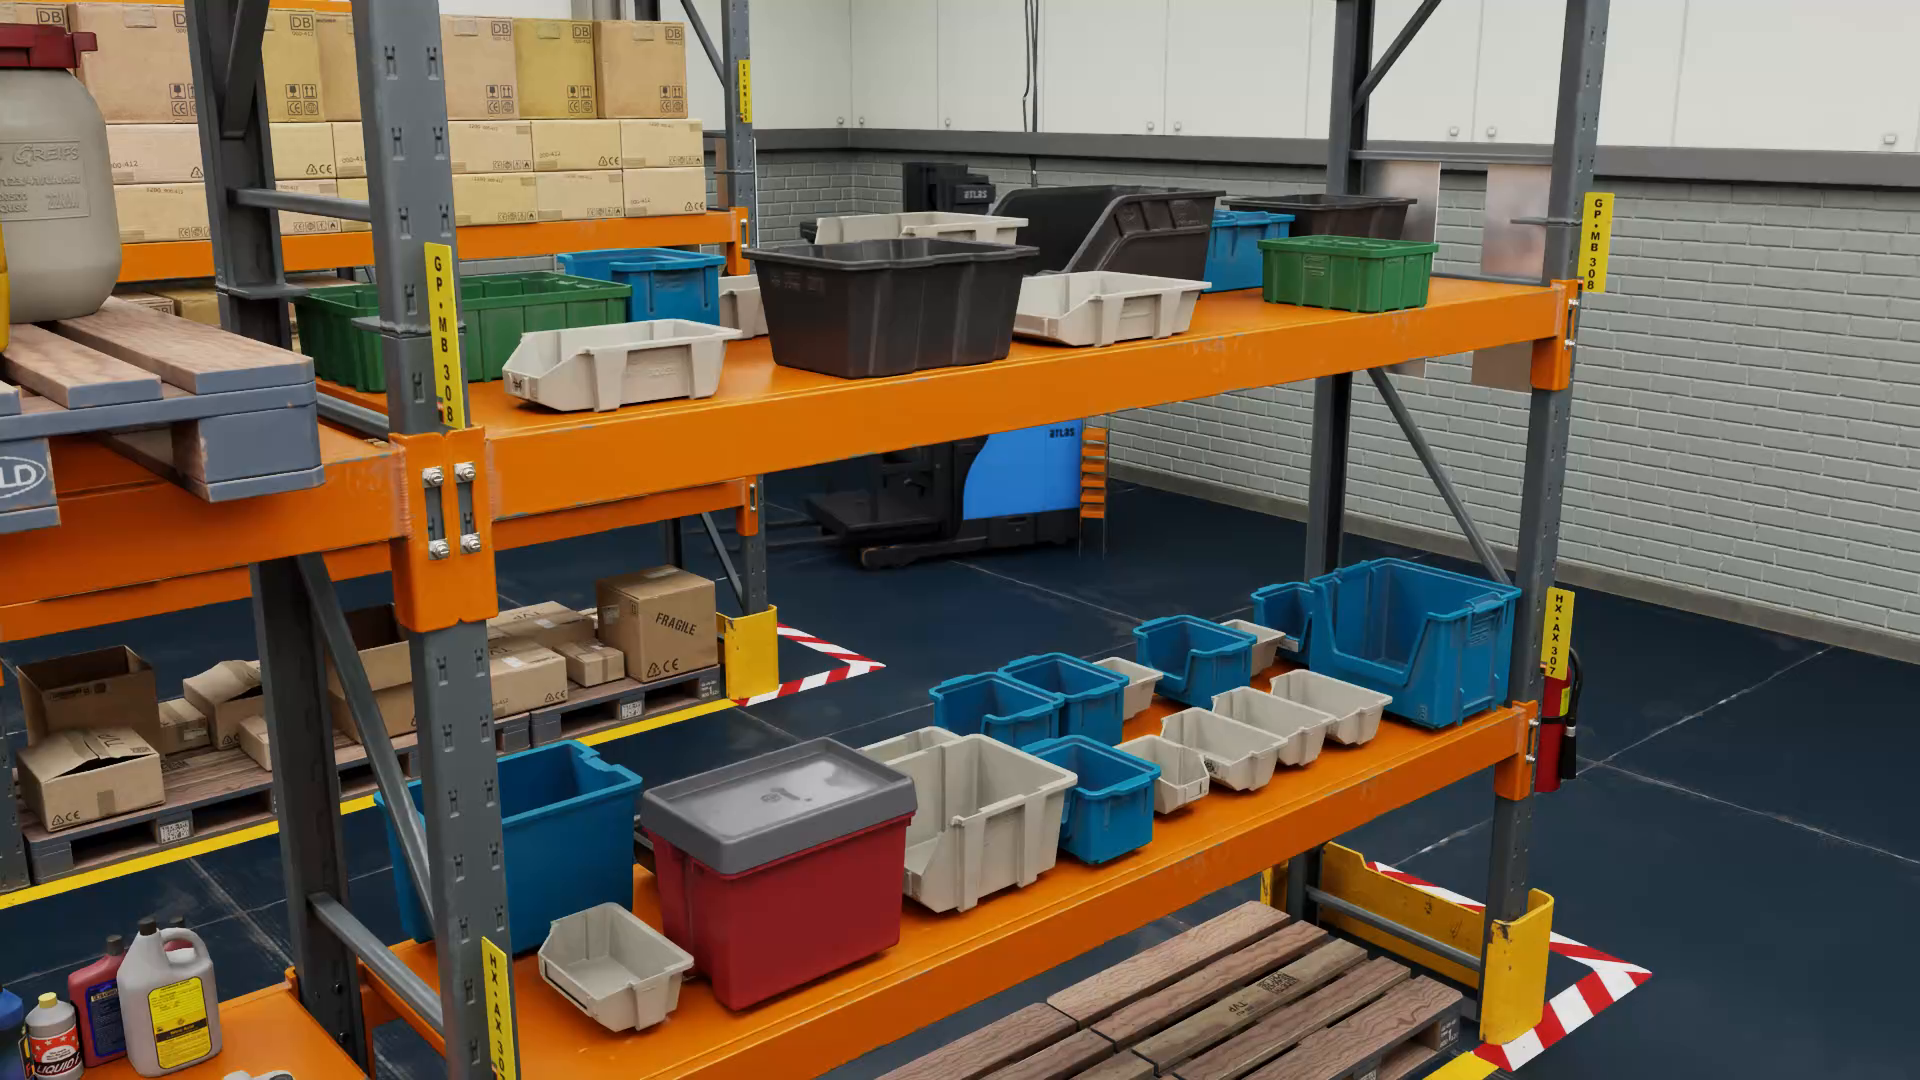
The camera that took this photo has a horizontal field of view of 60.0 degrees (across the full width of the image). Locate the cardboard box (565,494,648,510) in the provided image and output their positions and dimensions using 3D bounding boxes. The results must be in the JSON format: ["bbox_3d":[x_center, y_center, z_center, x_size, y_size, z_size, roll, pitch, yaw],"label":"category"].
[{"bbox_3d":[-2.059,-0.491,9.080,0.500,0.500,0.500,-12,19,-39],"label":"cardboard box"}]

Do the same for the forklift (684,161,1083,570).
[{"bbox_3d":[-0.594,-1.343,12.599,3.031,2.935,1.130,-6,16,-23],"label":"forklift"}]

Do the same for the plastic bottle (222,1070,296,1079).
[{"bbox_3d":[-1.364,1.173,3.288,0.135,0.276,0.152,-13,19,-39],"label":"plastic bottle"}]

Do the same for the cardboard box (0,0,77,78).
[{"bbox_3d":[-4.186,-2.052,7.177,0.500,0.500,0.700,-13,19,-39],"label":"cardboard box"}]

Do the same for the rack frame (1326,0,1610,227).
[{"bbox_3d":[1.738,-2.593,5.520,0.127,3.000,1.000,-13,19,-39],"label":"rack frame"}]

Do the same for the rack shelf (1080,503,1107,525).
[{"bbox_3d":[1.029,-0.200,12.777,0.180,0.103,0.258,3,15,10],"label":"rack shelf"}]

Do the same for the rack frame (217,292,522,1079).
[{"bbox_3d":[-1.279,0.983,3.758,0.127,3.000,1.000,-13,19,-39],"label":"rack frame"}]

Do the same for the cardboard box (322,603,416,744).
[{"bbox_3d":[-3.114,0.692,8.831,0.637,0.503,0.797,-13,19,-39],"label":"cardboard box"}]

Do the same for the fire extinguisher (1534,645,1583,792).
[{"bbox_3d":[2.150,0.586,6.117,0.183,0.674,0.296,-13,19,-39],"label":"fire extinguisher"}]

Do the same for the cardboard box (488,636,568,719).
[{"bbox_3d":[-2.495,0.751,9.100,0.500,0.250,0.500,-13,19,-39],"label":"cardboard box"}]

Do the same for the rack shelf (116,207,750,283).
[{"bbox_3d":[-3.019,-1.422,8.344,4.000,0.370,1.077,-13,19,-39],"label":"rack shelf"}]

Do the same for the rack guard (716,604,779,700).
[{"bbox_3d":[-1.568,0.561,10.181,0.348,0.500,1.175,-13,19,-39],"label":"rack guard"}]

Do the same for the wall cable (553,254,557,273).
[{"bbox_3d":[-4.420,-2.515,14.885,1.851,1.984,0.084,-13,19,-39],"label":"wall cable"}]

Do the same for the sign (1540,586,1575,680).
[{"bbox_3d":[2.112,0.331,5.883,0.005,0.325,0.100,-13,19,-39],"label":"sign"}]

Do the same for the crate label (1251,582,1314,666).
[{"bbox_3d":[1.336,0.335,6.392,0.303,0.233,0.416,-13,19,-39],"label":"crate label"}]

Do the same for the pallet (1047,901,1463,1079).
[{"bbox_3d":[1.091,1.785,6.160,1.213,0.211,1.003,-13,19,-39],"label":"pallet"}]

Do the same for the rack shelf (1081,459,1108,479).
[{"bbox_3d":[1.029,-0.548,12.684,0.180,0.103,0.258,3,15,10],"label":"rack shelf"}]

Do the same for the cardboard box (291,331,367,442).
[{"bbox_3d":[-3.211,-0.713,7.975,0.500,0.500,0.500,-13,20,-41],"label":"cardboard box"}]

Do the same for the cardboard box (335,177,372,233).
[{"bbox_3d":[-2.866,-1.647,8.080,0.500,0.250,0.500,-13,19,-39],"label":"cardboard box"}]

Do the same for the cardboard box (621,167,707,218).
[{"bbox_3d":[-1.725,-1.898,9.021,0.500,0.250,0.500,-13,19,-39],"label":"cardboard box"}]

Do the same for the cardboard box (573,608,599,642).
[{"bbox_3d":[-2.241,0.543,10.042,0.250,0.166,0.380,-13,19,-39],"label":"cardboard box"}]

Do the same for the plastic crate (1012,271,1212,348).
[{"bbox_3d":[0.342,-0.618,4.450,0.530,0.136,0.437,-13,19,-39],"label":"plastic crate"}]

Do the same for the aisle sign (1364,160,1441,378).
[{"bbox_3d":[1.598,-1.021,6.221,0.004,0.787,0.394,-13,19,-39],"label":"aisle sign"}]

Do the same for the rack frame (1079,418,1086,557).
[{"bbox_3d":[0.939,-0.479,12.720,0.006,1.200,0.240,3,15,10],"label":"rack frame"}]

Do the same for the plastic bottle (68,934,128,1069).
[{"bbox_3d":[-1.937,1.041,3.767,0.133,0.283,0.061,-13,19,-39],"label":"plastic bottle"}]

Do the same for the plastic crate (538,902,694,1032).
[{"bbox_3d":[-0.834,1.030,3.975,0.243,0.136,0.396,-13,19,-39],"label":"plastic crate"}]

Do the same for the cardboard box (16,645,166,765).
[{"bbox_3d":[-4.284,0.861,8.204,0.500,0.500,0.500,-13,19,-39],"label":"cardboard box"}]

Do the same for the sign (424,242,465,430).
[{"bbox_3d":[-0.920,-0.363,2.967,0.005,0.325,0.100,-13,19,-39],"label":"sign"}]

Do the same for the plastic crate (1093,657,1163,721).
[{"bbox_3d":[0.528,0.535,5.831,0.298,0.136,0.250,-13,19,-39],"label":"plastic crate"}]

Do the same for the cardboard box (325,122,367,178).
[{"bbox_3d":[-2.860,-1.887,8.010,0.500,0.250,0.500,-13,19,-39],"label":"cardboard box"}]

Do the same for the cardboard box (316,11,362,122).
[{"bbox_3d":[-3.065,-2.310,8.141,0.500,0.500,0.700,-13,19,-39],"label":"cardboard box"}]

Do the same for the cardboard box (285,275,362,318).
[{"bbox_3d":[-5.143,-1.680,13.146,0.700,0.700,0.980,-12,19,-37],"label":"cardboard box"}]

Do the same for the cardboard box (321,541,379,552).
[{"bbox_3d":[-3.202,-0.235,8.125,0.500,0.500,0.500,-13,20,-40],"label":"cardboard box"}]

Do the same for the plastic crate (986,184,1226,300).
[{"bbox_3d":[0.405,-0.909,5.147,0.767,0.338,0.504,-13,19,-39],"label":"plastic crate"}]

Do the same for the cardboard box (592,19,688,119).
[{"bbox_3d":[-1.887,-2.550,9.040,0.500,0.500,0.700,-13,19,-39],"label":"cardboard box"}]

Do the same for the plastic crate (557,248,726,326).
[{"bbox_3d":[-0.802,-0.602,4.202,0.300,0.233,0.416,-13,19,-39],"label":"plastic crate"}]

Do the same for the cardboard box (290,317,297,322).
[{"bbox_3d":[-3.171,-0.907,8.702,0.500,0.500,0.500,-13,20,-40],"label":"cardboard box"}]

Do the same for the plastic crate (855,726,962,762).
[{"bbox_3d":[-0.163,0.728,5.107,0.466,0.136,0.293,-13,19,-39],"label":"plastic crate"}]

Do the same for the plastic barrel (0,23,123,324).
[{"bbox_3d":[-1.841,-0.694,3.148,0.433,0.535,0.433,0,15,0],"label":"plastic barrel"}]

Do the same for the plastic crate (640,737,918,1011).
[{"bbox_3d":[-0.441,0.821,4.125,0.583,0.464,0.402,-13,19,-39],"label":"plastic crate"}]

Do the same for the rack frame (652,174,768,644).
[{"bbox_3d":[-1.510,-0.660,9.907,0.127,3.000,1.000,-13,19,-39],"label":"rack frame"}]

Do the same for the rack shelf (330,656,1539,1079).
[{"bbox_3d":[0.230,0.992,5.119,4.000,0.370,1.077,-13,19,-39],"label":"rack shelf"}]

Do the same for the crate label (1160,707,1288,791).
[{"bbox_3d":[0.820,0.675,5.304,0.243,0.136,0.396,-13,19,-39],"label":"crate label"}]

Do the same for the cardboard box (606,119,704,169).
[{"bbox_3d":[-1.731,-2.141,8.963,0.500,0.250,0.500,-13,19,-39],"label":"cardboard box"}]

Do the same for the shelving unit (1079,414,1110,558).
[{"bbox_3d":[1.029,-0.475,12.704,0.189,1.200,0.258,3,15,10],"label":"shelving unit"}]

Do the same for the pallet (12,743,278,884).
[{"bbox_3d":[-4.009,1.249,8.165,1.213,0.211,1.003,-13,19,-39],"label":"pallet"}]
